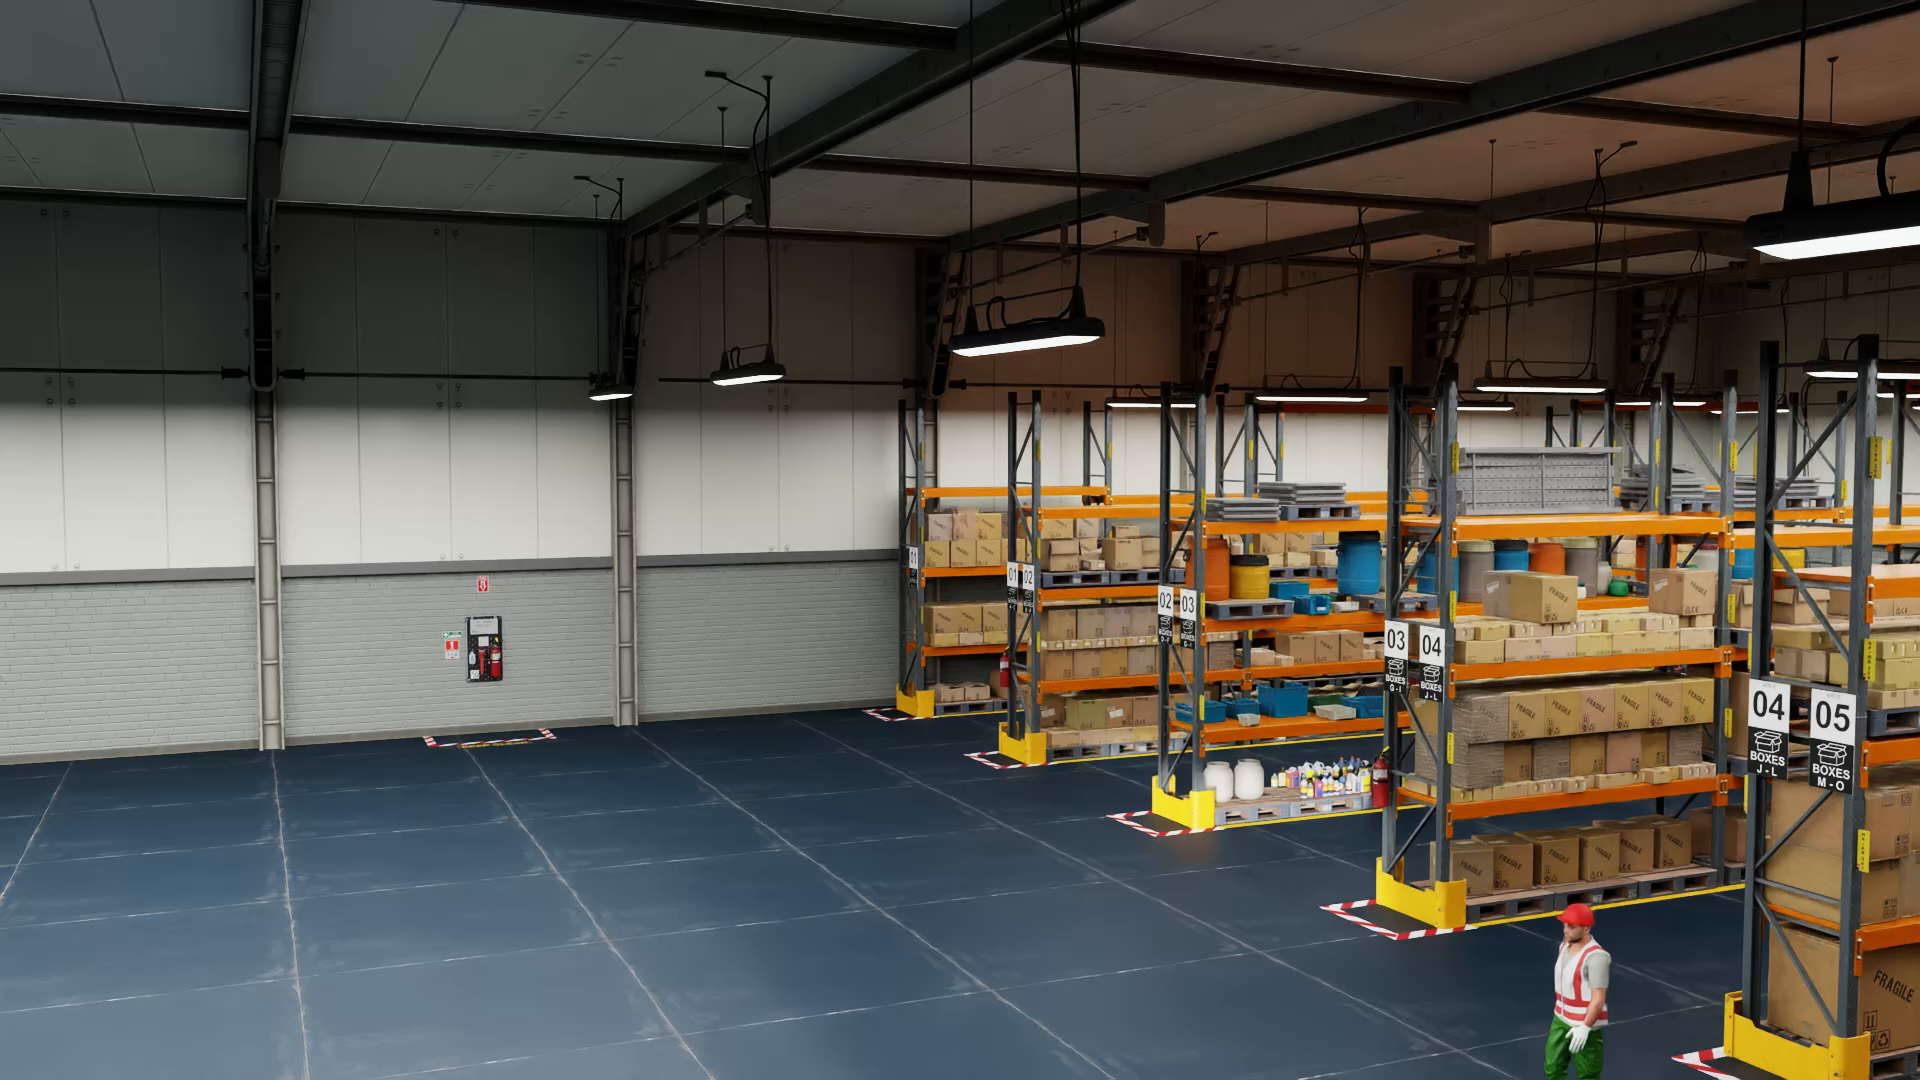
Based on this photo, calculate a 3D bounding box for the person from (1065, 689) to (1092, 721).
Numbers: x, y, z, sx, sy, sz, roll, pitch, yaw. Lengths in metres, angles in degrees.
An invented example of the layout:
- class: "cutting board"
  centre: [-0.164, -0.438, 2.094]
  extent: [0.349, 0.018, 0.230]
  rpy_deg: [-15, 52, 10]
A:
- class: "person"
  centre: [2.237, 2.620, 30.053]
  extent: [1.009, 1.529, 0.393]
  rpy_deg: [-2, 4, -32]

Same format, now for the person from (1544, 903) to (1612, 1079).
- class: "person"
  centre: [4.521, 3.573, 12.201]
  extent: [0.535, 1.842, 0.597]
  rpy_deg: [-1, 3, -12]

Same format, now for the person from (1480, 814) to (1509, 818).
- class: "person"
  centre: [7.435, 3.004, 22.952]
  extent: [0.530, 1.734, 0.492]
  rpy_deg: [-3, 5, -42]
